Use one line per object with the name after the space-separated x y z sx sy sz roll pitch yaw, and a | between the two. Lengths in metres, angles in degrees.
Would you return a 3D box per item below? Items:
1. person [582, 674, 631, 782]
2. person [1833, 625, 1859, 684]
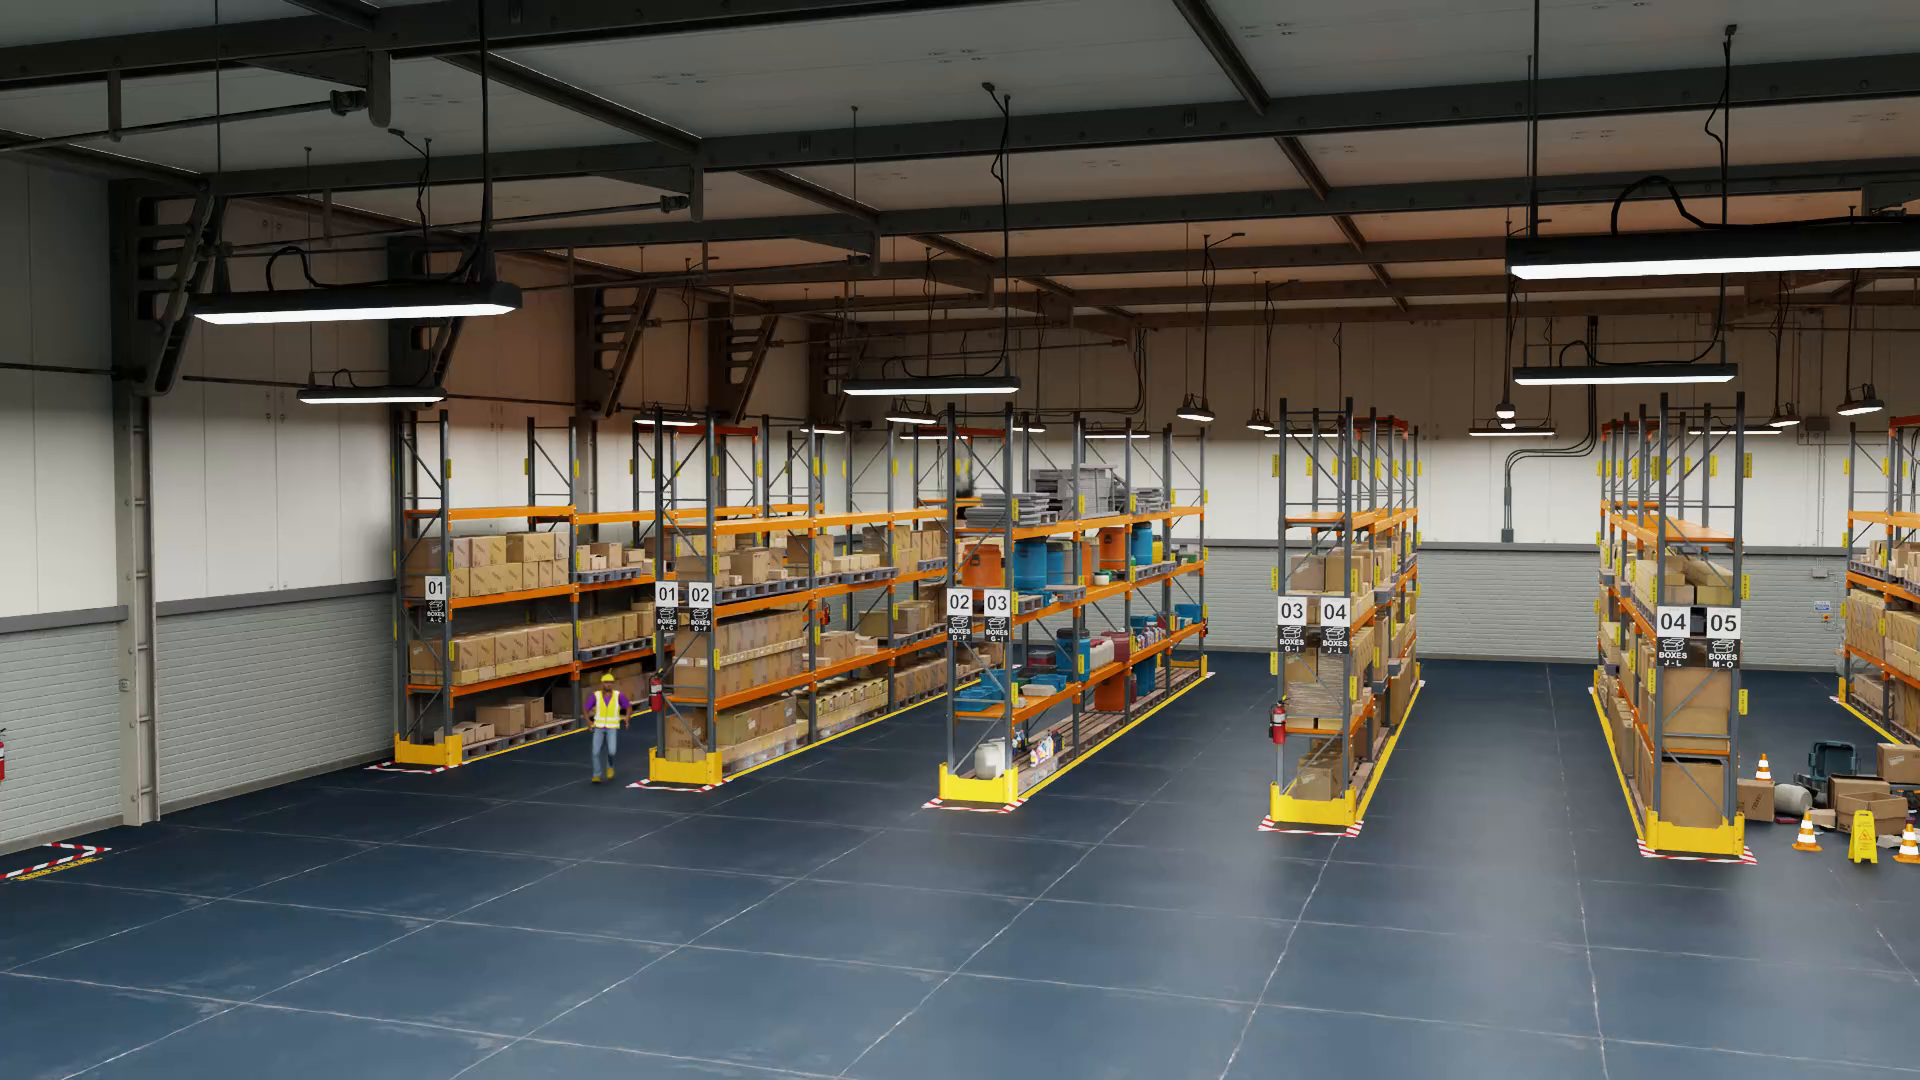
-5.638 3.006 26.493 0.764 1.729 0.512 0 2 -8 | person
19.674 2.621 36.922 0.713 1.602 0.539 -2 3 -43 | person
